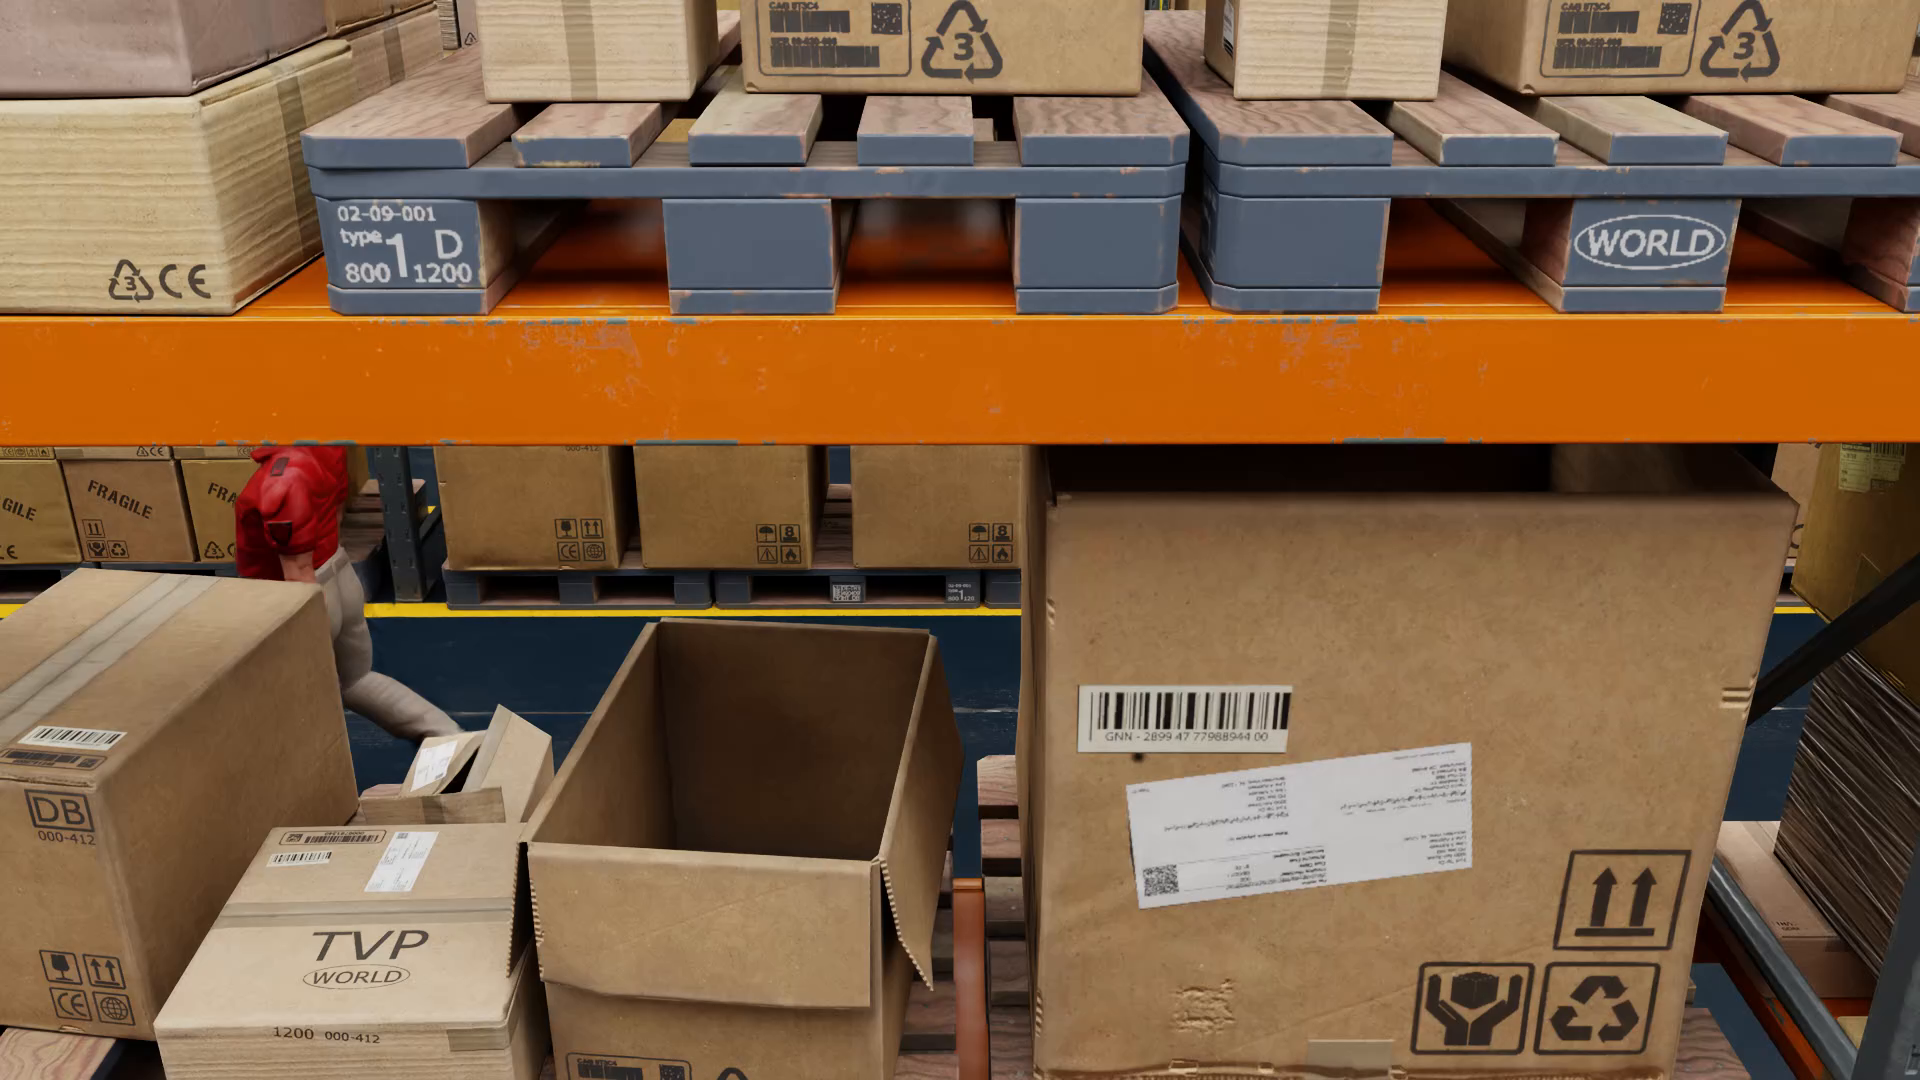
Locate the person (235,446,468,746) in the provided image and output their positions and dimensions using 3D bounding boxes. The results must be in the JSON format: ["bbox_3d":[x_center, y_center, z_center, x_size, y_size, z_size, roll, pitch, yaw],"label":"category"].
[{"bbox_3d":[-2.204,0.208,5.654,0.969,1.676,0.553,2,24,5],"label":"person"}]
